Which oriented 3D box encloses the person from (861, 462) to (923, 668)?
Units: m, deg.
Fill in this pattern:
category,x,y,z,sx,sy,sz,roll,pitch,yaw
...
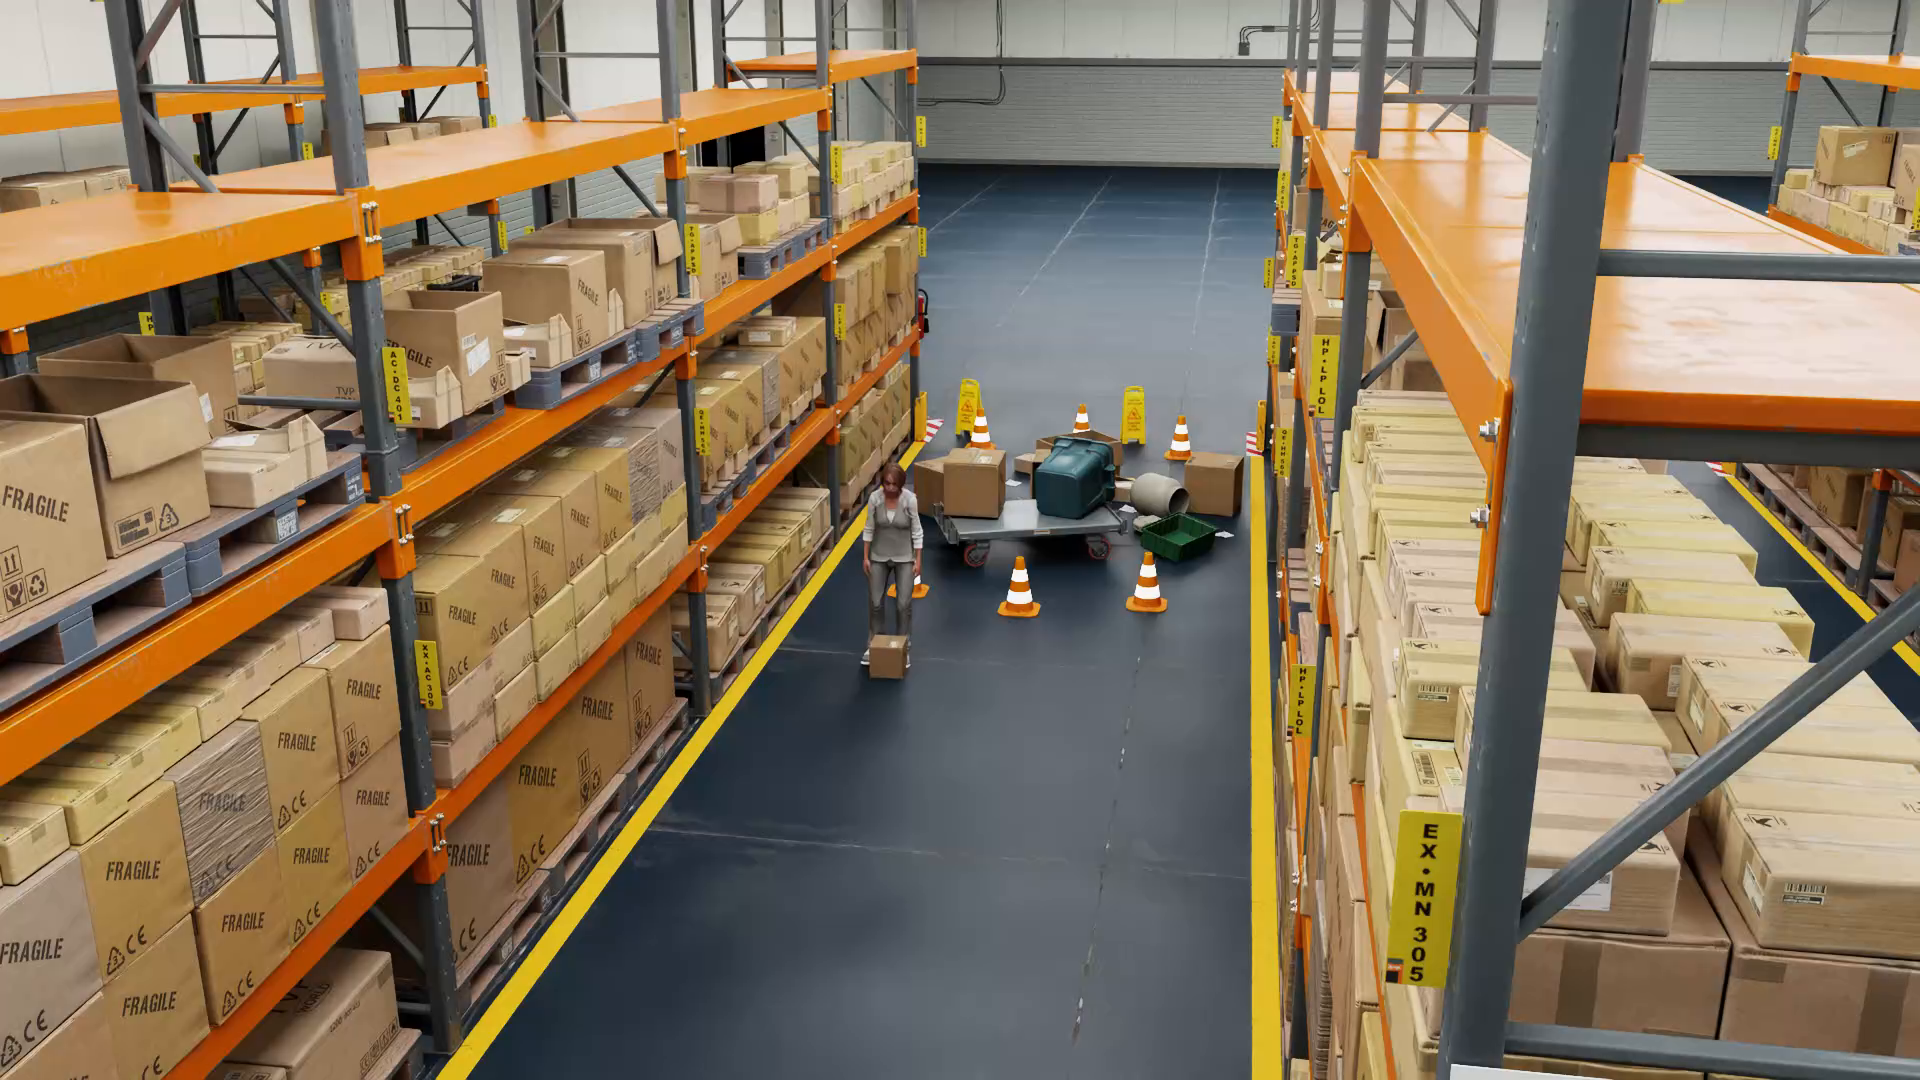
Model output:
category,x,y,z,sx,sy,sz,roll,pitch,yaw
person,-0.514,0.175,12.543,0.470,1.592,0.377,2,18,6
